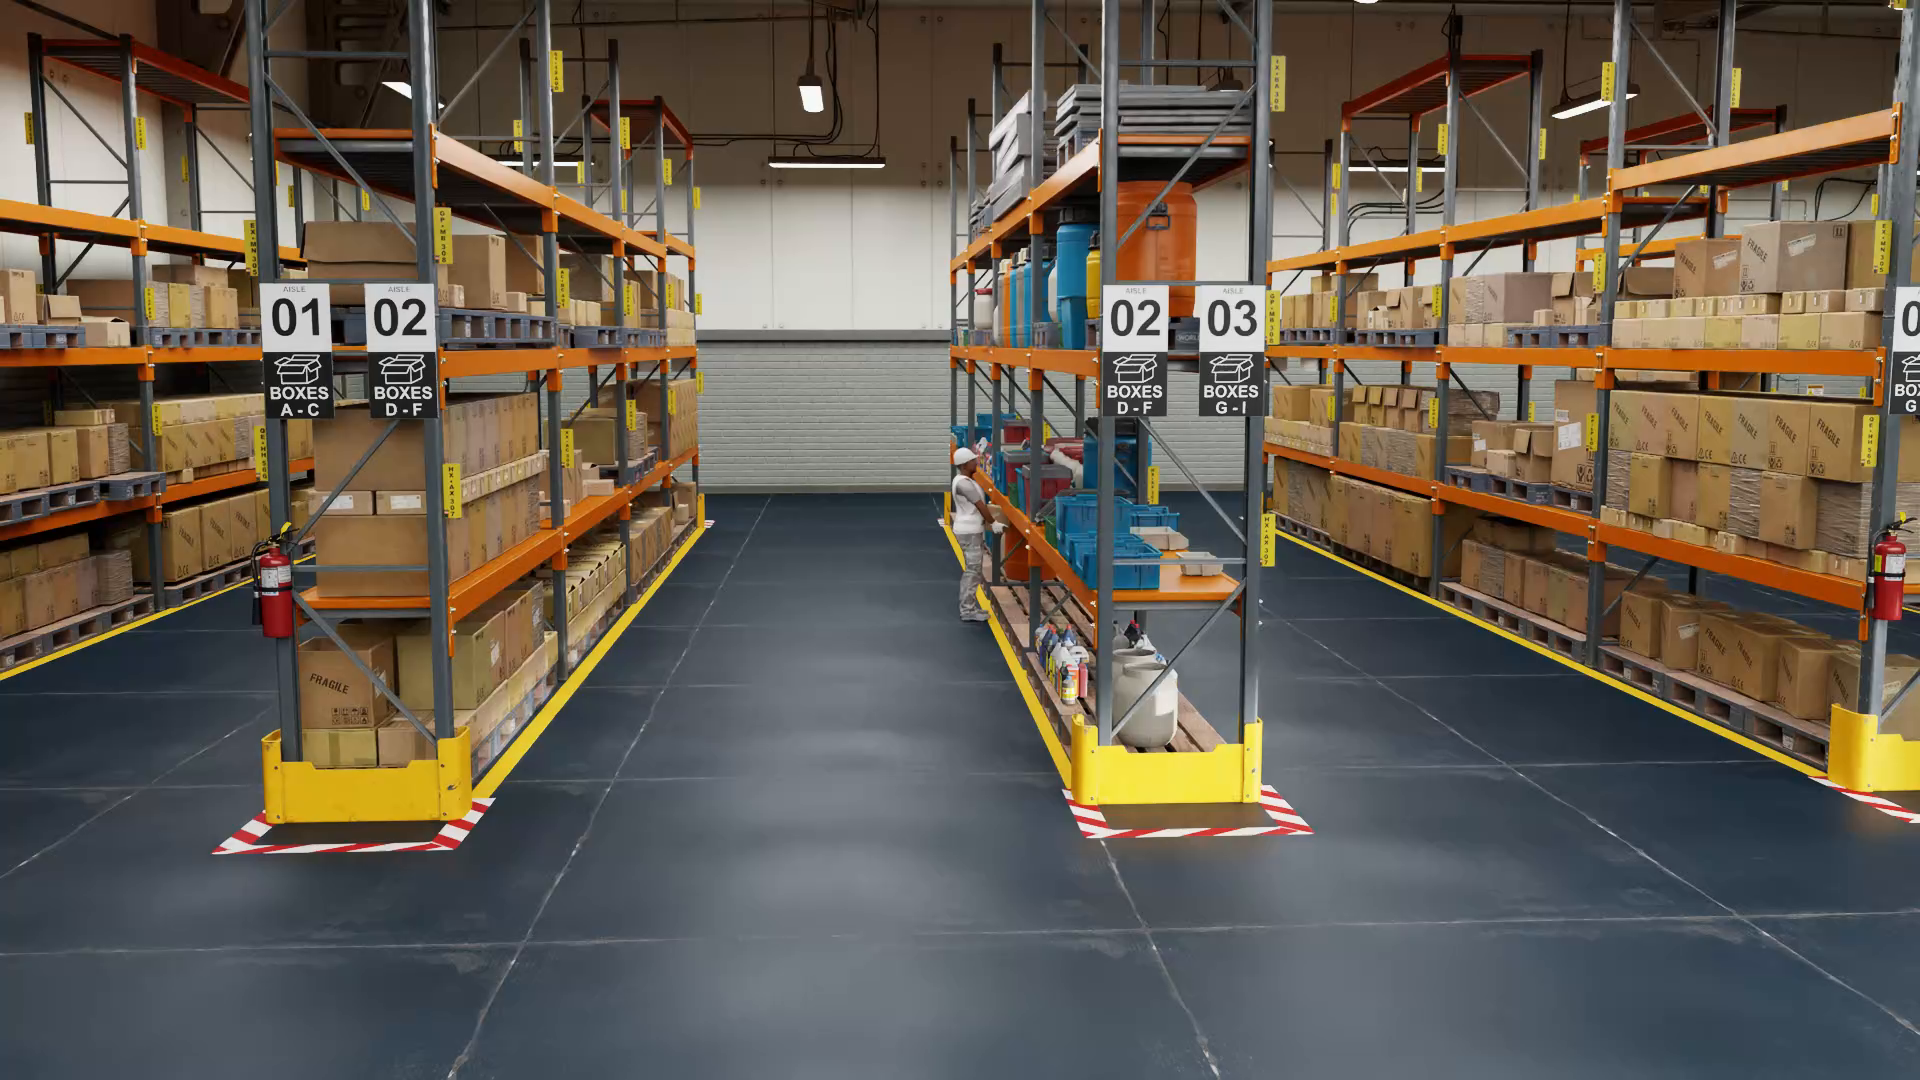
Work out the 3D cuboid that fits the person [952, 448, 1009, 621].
[{"bbox_3d":[0.205,-0.066,17.240,0.584,1.778,0.487,0,7,-4],"label":"person"}]
